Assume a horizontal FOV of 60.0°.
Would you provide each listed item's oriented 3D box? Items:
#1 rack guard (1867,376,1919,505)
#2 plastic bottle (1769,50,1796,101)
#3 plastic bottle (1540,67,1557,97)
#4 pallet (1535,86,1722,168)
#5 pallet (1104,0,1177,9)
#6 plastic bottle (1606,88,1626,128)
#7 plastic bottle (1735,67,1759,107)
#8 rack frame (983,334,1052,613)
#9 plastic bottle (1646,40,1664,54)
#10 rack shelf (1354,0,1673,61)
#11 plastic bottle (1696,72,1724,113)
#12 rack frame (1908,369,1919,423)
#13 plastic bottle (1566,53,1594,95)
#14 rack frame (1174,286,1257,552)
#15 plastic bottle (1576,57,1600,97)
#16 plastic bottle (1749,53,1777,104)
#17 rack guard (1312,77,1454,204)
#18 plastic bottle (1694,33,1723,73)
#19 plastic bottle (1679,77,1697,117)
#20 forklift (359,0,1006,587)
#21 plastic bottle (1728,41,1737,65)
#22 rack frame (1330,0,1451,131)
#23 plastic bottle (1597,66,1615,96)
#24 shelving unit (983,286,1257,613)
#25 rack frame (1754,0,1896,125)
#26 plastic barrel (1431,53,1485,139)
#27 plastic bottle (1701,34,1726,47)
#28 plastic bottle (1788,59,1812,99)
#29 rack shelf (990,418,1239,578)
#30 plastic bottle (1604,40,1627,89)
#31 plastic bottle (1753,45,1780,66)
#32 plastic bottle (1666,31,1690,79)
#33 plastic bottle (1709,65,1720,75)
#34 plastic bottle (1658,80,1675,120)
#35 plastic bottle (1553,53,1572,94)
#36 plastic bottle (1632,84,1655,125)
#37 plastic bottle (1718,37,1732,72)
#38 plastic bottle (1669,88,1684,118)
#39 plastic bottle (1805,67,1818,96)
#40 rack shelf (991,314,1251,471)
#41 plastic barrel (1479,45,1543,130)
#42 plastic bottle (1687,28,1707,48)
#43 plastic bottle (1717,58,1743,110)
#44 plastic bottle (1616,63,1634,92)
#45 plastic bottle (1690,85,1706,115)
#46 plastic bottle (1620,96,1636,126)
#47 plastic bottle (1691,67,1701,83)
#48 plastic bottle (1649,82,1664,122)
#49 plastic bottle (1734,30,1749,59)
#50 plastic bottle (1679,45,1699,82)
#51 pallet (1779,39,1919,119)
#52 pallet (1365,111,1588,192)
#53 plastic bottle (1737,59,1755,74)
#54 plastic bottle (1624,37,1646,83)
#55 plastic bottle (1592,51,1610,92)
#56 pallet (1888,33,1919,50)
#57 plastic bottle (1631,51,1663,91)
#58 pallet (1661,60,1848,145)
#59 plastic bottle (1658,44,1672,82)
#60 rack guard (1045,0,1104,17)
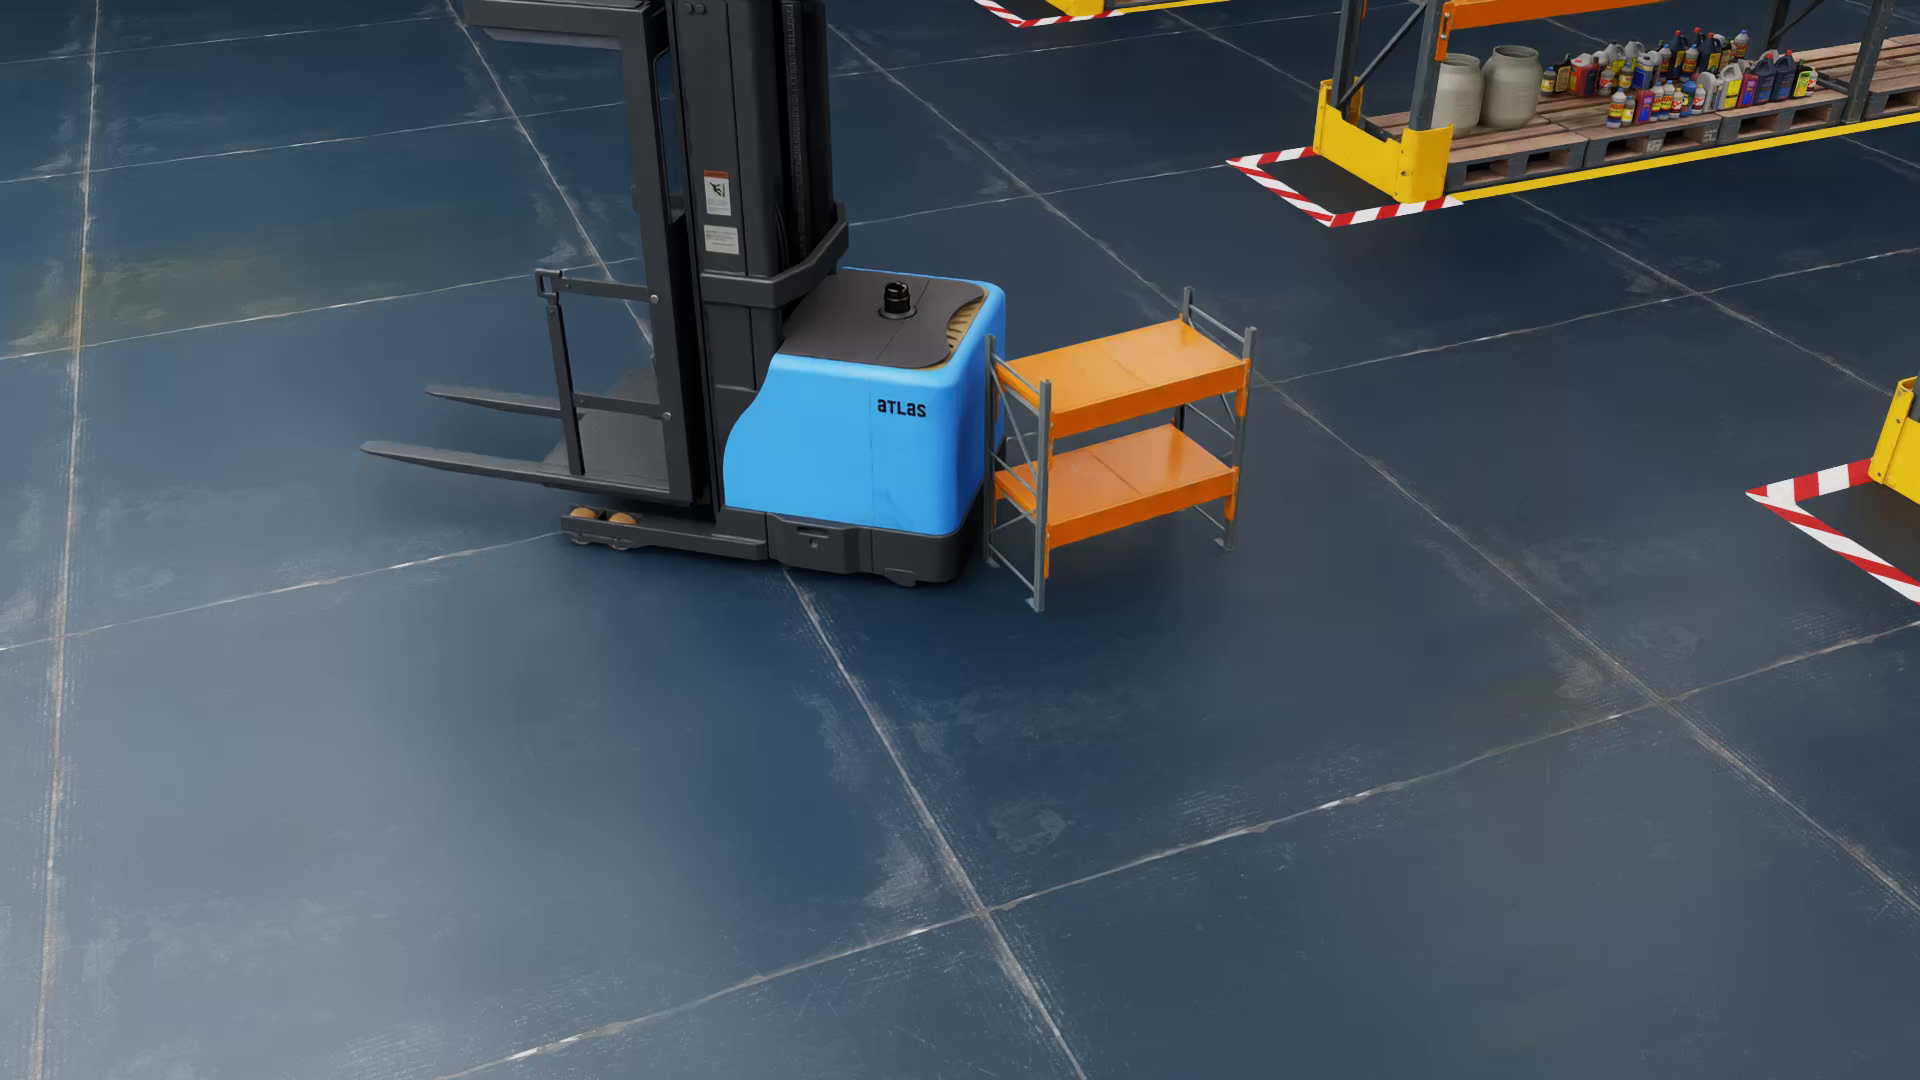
[{"bbox_3d":[4.866,-0.289,7.735,0.348,0.500,1.175,-13,35,-19],"label":"rack guard"},{"bbox_3d":[6.085,-3.449,12.325,0.185,0.351,0.144,-14,36,-20],"label":"plastic bottle"},{"bbox_3d":[4.402,-3.431,12.435,0.097,0.201,0.097,0,33,0],"label":"plastic bottle"},{"bbox_3d":[4.805,-3.106,12.330,1.213,0.211,1.003,-13,35,-19],"label":"pallet"},{"bbox_3d":[1.653,-5.316,15.727,1.213,0.211,1.003,-13,35,-19],"label":"pallet"},{"bbox_3d":[4.671,-3.078,11.828,0.097,0.271,0.097,0,33,0],"label":"plastic bottle"},{"bbox_3d":[5.774,-3.325,12.196,0.133,0.283,0.061,-11,35,-16],"label":"plastic bottle"},{"bbox_3d":[0.237,-0.276,7.142,0.032,1.125,0.500,-16,36,-23],"label":"rack frame"},{"bbox_3d":[5.320,-3.686,12.752,0.133,0.283,0.061,-11,35,-17],"label":"plastic bottle"},{"bbox_3d":[4.723,-3.932,11.702,4.000,0.370,1.077,-13,35,-19],"label":"rack shelf"},{"bbox_3d":[5.458,-3.276,12.129,0.135,0.276,0.152,-12,35,-18],"label":"plastic bottle"},{"bbox_3d":[4.796,-1.320,7.029,0.127,3.000,1.000,-13,35,-19],"label":"rack frame"},{"bbox_3d":[4.645,-3.501,12.475,0.135,0.276,0.152,-13,35,-19],"label":"plastic bottle"},{"bbox_3d":[1.131,-0.539,7.547,0.032,1.125,0.500,-16,36,-23],"label":"rack frame"},{"bbox_3d":[4.687,-3.451,12.391,0.133,0.283,0.061,-13,35,-19],"label":"plastic bottle"},{"bbox_3d":[5.908,-3.408,12.263,0.185,0.351,0.144,-15,36,-21],"label":"plastic bottle"},{"bbox_3d":[2.931,-2.803,11.599,0.348,0.500,1.175,-13,35,-19],"label":"rack guard"},{"bbox_3d":[5.718,-3.695,12.704,0.185,0.351,0.144,-13,35,-19],"label":"plastic bottle"},{"bbox_3d":[5.266,-3.214,12.038,0.097,0.271,0.097,0,33,0],"label":"plastic bottle"},{"bbox_3d":[-1.354,-1.452,7.293,3.031,2.935,1.130,8,34,12],"label":"forklift"},{"bbox_3d":[6.010,-3.799,13.000,0.097,0.201,0.097,0,33,0],"label":"plastic bottle"},{"bbox_3d":[2.879,-3.811,10.857,0.127,3.000,1.000,-13,35,-19],"label":"rack frame"},{"bbox_3d":[4.839,-3.441,12.450,0.097,0.201,0.097,0,33,0],"label":"plastic bottle"},{"bbox_3d":[0.684,-0.407,7.345,1.048,1.125,0.538,-16,36,-23],"label":"shelving unit"},{"bbox_3d":[6.567,-4.655,12.155,0.127,3.000,1.000,-13,35,-19],"label":"rack frame"},{"bbox_3d":[3.456,-3.122,11.693,0.421,0.512,0.421,0,33,0],"label":"plastic barrel"},{"bbox_3d":[5.816,-3.769,12.887,0.135,0.276,0.152,-12,35,-17],"label":"plastic bottle"},{"bbox_3d":[6.251,-3.434,12.364,0.133,0.283,0.061,-11,35,-17],"label":"plastic bottle"},{"bbox_3d":[0.684,-0.202,7.478,1.000,0.278,0.538,-16,36,-23],"label":"rack shelf"},{"bbox_3d":[4.924,-3.599,12.556,0.185,0.351,0.144,-11,35,-17],"label":"plastic bottle"},{"bbox_3d":[6.029,-3.521,12.437,0.185,0.351,0.144,-13,35,-19],"label":"plastic bottle"},{"bbox_3d":[5.488,-3.728,12.755,0.185,0.351,0.144,-14,36,-21],"label":"plastic bottle"},{"bbox_3d":[5.546,-3.358,12.247,0.133,0.283,0.061,-13,35,-19],"label":"plastic bottle"},{"bbox_3d":[5.079,-3.171,11.972,0.097,0.271,0.097,0,33,0],"label":"plastic bottle"},{"bbox_3d":[4.503,-3.499,12.464,0.133,0.283,0.061,-12,35,-18],"label":"plastic bottle"},{"bbox_3d":[4.887,-3.121,11.884,0.133,0.283,0.061,-12,35,-18],"label":"plastic bottle"},{"bbox_3d":[5.858,-3.719,12.803,0.133,0.283,0.061,-13,35,-19],"label":"plastic bottle"},{"bbox_3d":[5.171,-3.163,12.023,0.097,0.201,0.097,0,33,0],"label":"plastic bottle"},{"bbox_3d":[6.353,-3.434,12.439,0.097,0.201,0.097,0,33,0],"label":"plastic bottle"},{"bbox_3d":[0.684,-0.653,7.185,1.000,0.278,0.538,-16,36,-23],"label":"rack shelf"},{"bbox_3d":[3.918,-3.227,11.856,0.421,0.512,0.421,0,33,0],"label":"plastic barrel"},{"bbox_3d":[5.662,-3.768,12.816,0.185,0.351,0.144,-12,35,-18],"label":"plastic bottle"},{"bbox_3d":[5.610,-3.340,12.158,0.185,0.351,0.144,-13,35,-19],"label":"plastic bottle"},{"bbox_3d":[5.012,-3.485,12.518,0.097,0.201,0.097,0,33,0],"label":"plastic bottle"},{"bbox_3d":[5.360,-3.206,12.090,0.097,0.201,0.097,0,33,0],"label":"plastic bottle"},{"bbox_3d":[4.766,-3.070,11.881,0.097,0.201,0.097,0,33,0],"label":"plastic bottle"},{"bbox_3d":[5.417,-3.333,12.209,0.133,0.283,0.061,-13,35,-19],"label":"plastic bottle"},{"bbox_3d":[4.987,-3.150,11.939,0.097,0.271,0.097,0,33,0],"label":"plastic bottle"},{"bbox_3d":[6.103,-3.849,13.014,0.097,0.271,0.097,0,33,0],"label":"plastic bottle"},{"bbox_3d":[5.575,-3.643,12.697,0.097,0.271,0.097,0,33,0],"label":"plastic bottle"},{"bbox_3d":[7.276,-3.672,13.200,1.213,0.211,1.003,-13,35,-19],"label":"pallet"},{"bbox_3d":[3.682,-2.851,11.938,1.213,0.211,1.003,-13,35,-19],"label":"pallet"},{"bbox_3d":[5.827,-3.446,12.390,0.135,0.276,0.152,-13,35,-19],"label":"plastic bottle"},{"bbox_3d":[5.096,-3.638,12.617,0.185,0.351,0.144,-13,35,-19],"label":"plastic bottle"},{"bbox_3d":[4.773,-3.531,12.520,0.135,0.276,0.152,-14,36,-20],"label":"plastic bottle"},{"bbox_3d":[8.402,-3.932,13.599,1.213,0.211,1.003,-13,35,-19],"label":"pallet"},{"bbox_3d":[5.176,-3.538,12.531,0.135,0.276,0.152,-13,35,-19],"label":"plastic bottle"},{"bbox_3d":[5.931,-3.366,12.729,1.213,0.211,1.003,-13,35,-19],"label":"pallet"},{"bbox_3d":[5.367,-3.645,12.700,0.097,0.271,0.097,0,33,0],"label":"plastic bottle"},{"bbox_3d":[0.942,-5.250,15.360,0.348,0.500,1.175,-13,35,-19],"label":"rack guard"}]
